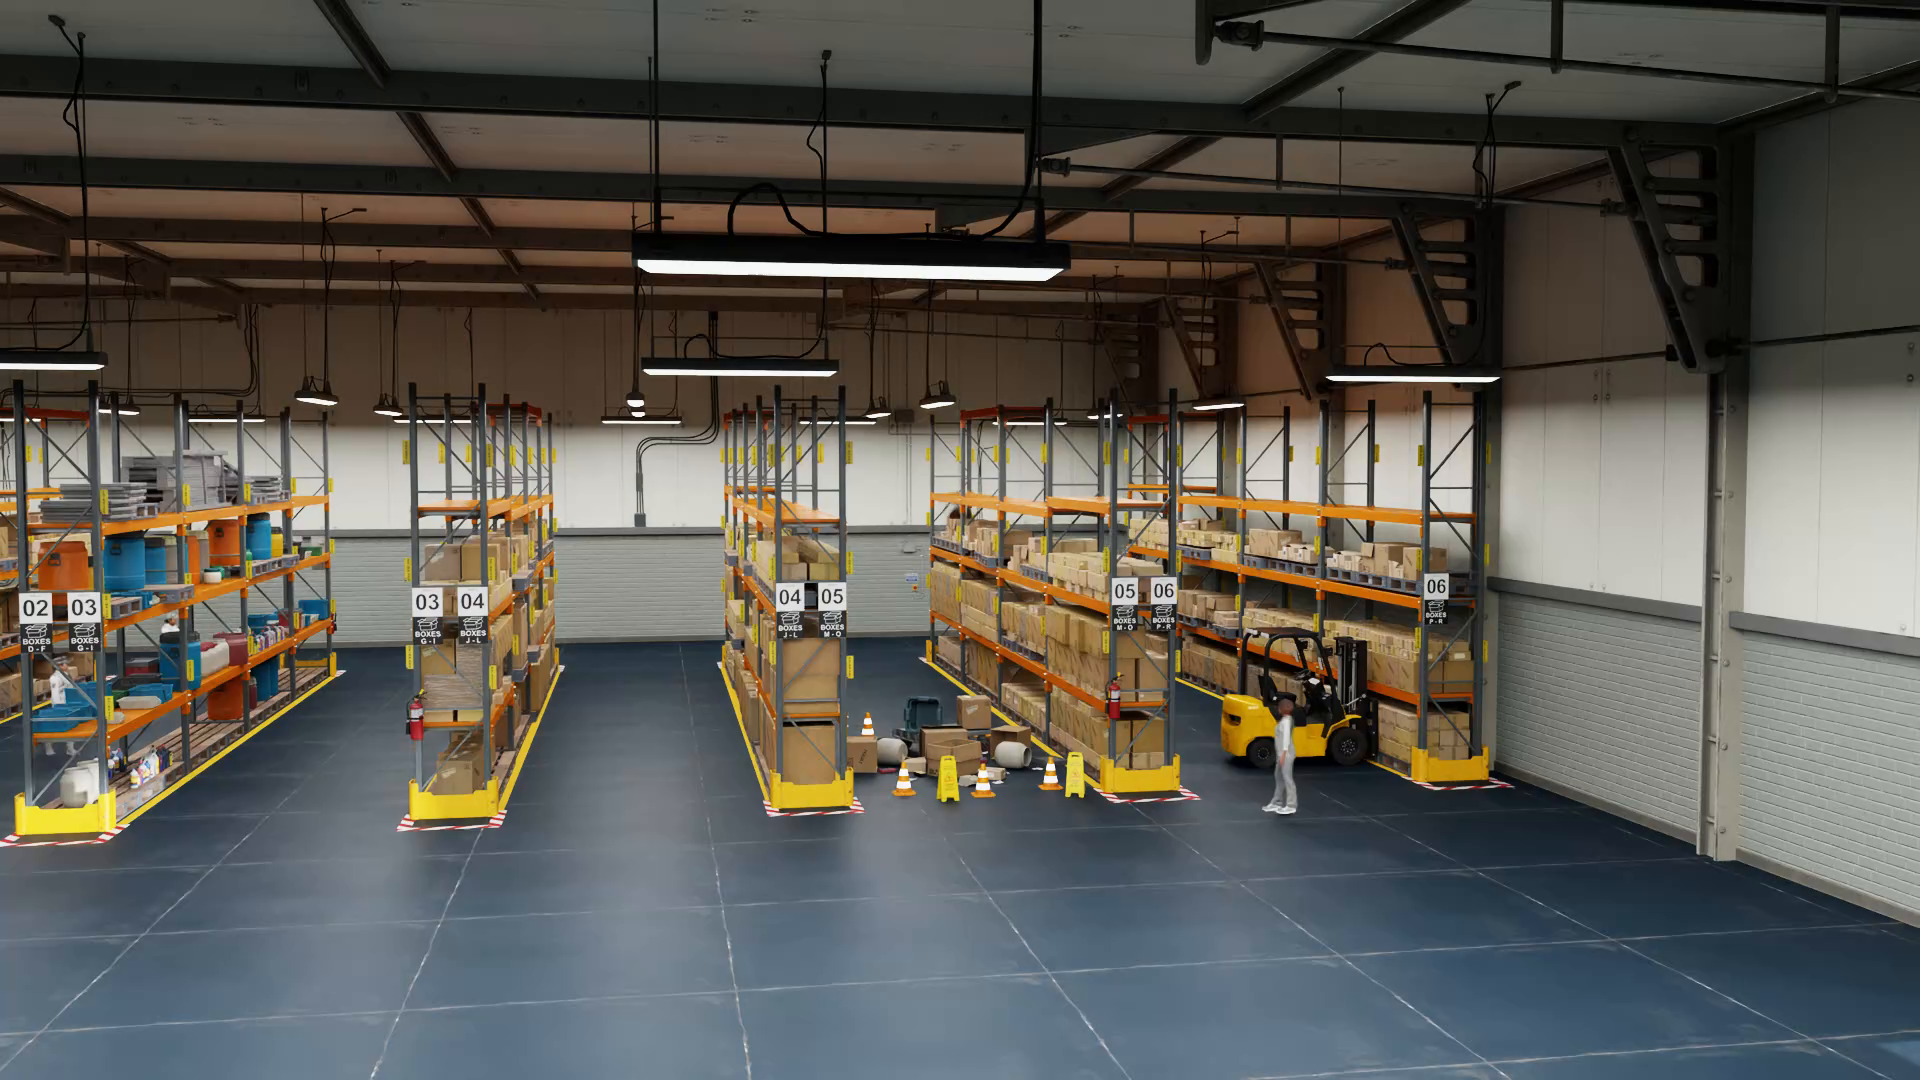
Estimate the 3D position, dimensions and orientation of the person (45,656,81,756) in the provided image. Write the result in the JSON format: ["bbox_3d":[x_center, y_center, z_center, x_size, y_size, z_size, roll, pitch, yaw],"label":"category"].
[{"bbox_3d":[-15.026,2.775,27.836,0.631,1.684,0.514,1,3,16],"label":"person"}]

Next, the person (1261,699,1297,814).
[{"bbox_3d":[4.484,3.024,23.249,0.458,1.619,0.452,0,3,0],"label":"person"}]

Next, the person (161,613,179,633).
[{"bbox_3d":[-16.769,2.386,35.428,0.408,1.666,0.548,2,3,31],"label":"person"}]
